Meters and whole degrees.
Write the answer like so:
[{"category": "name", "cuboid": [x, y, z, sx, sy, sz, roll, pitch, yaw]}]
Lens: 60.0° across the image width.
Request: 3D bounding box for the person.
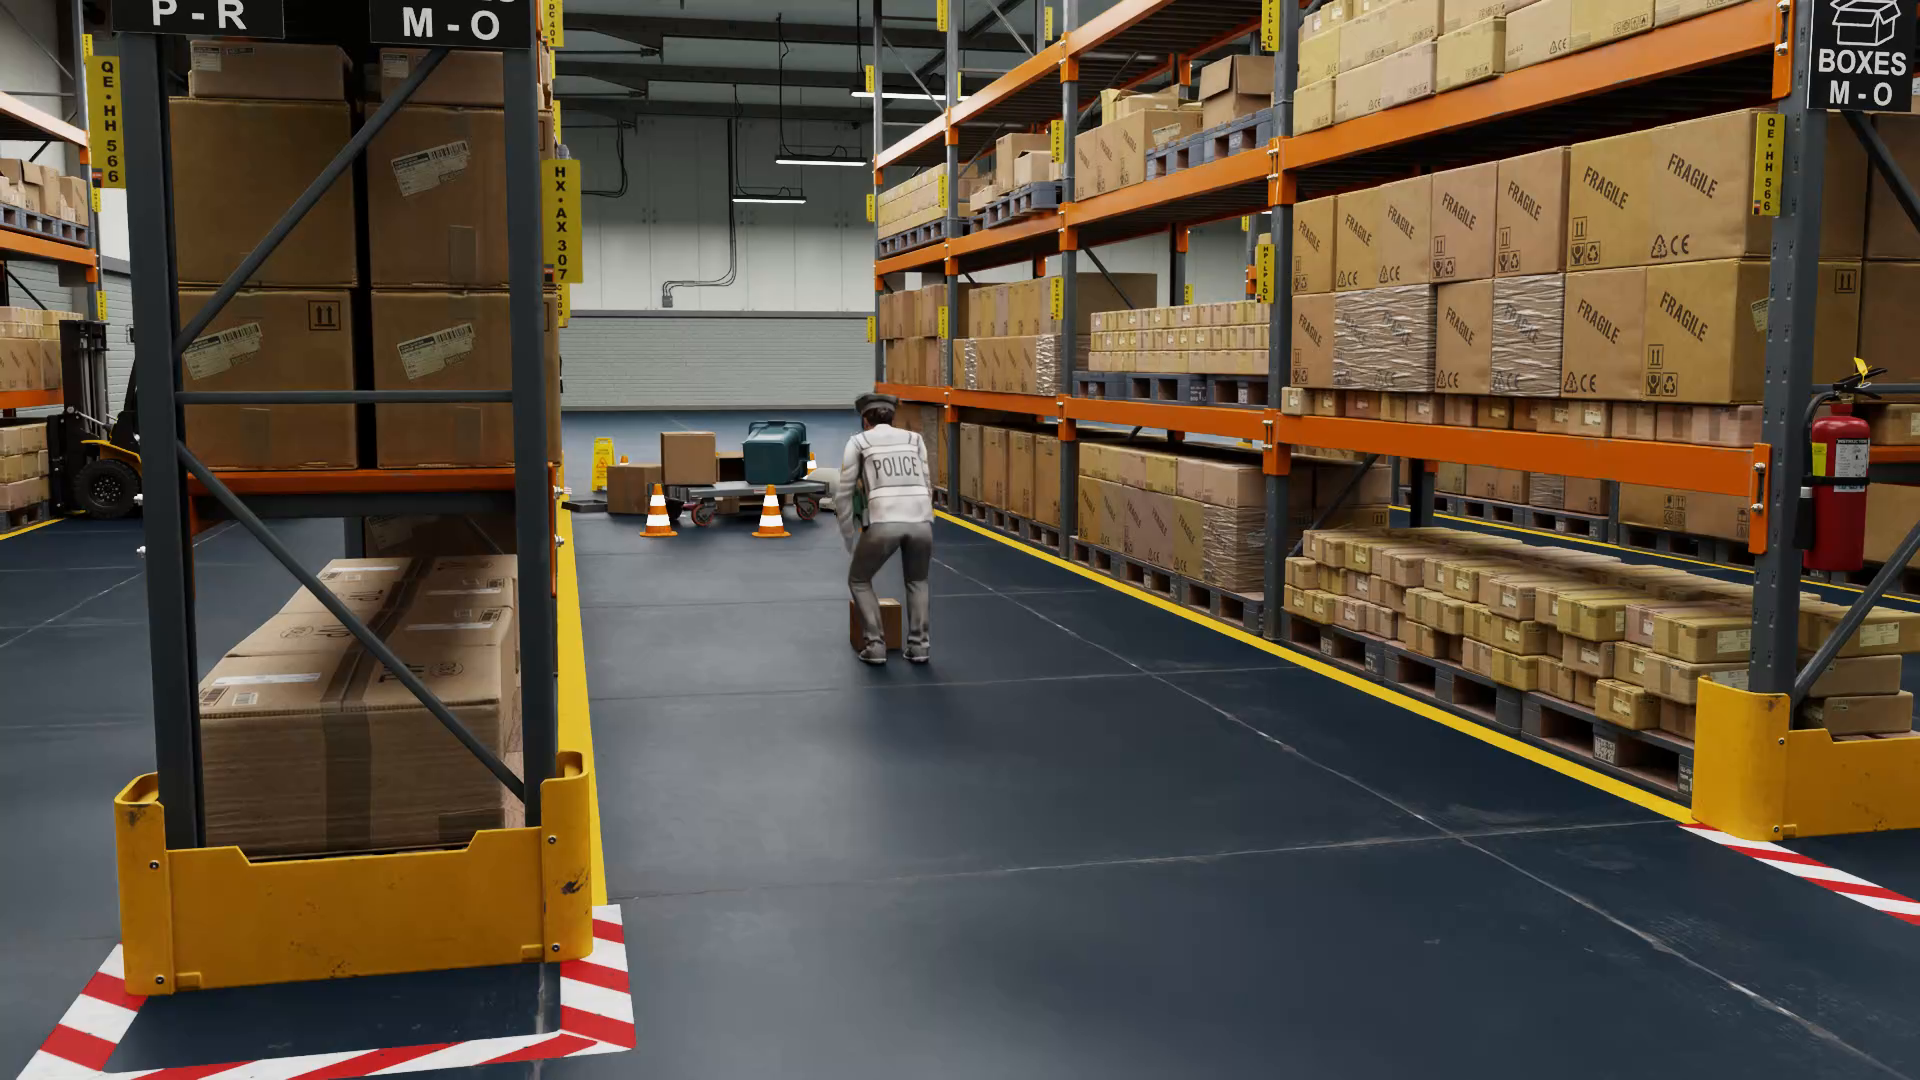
[{"category": "person", "cuboid": [-0.396, -0.062, 8.873, 0.534, 1.429, 0.674, -1, 6, -13]}]
